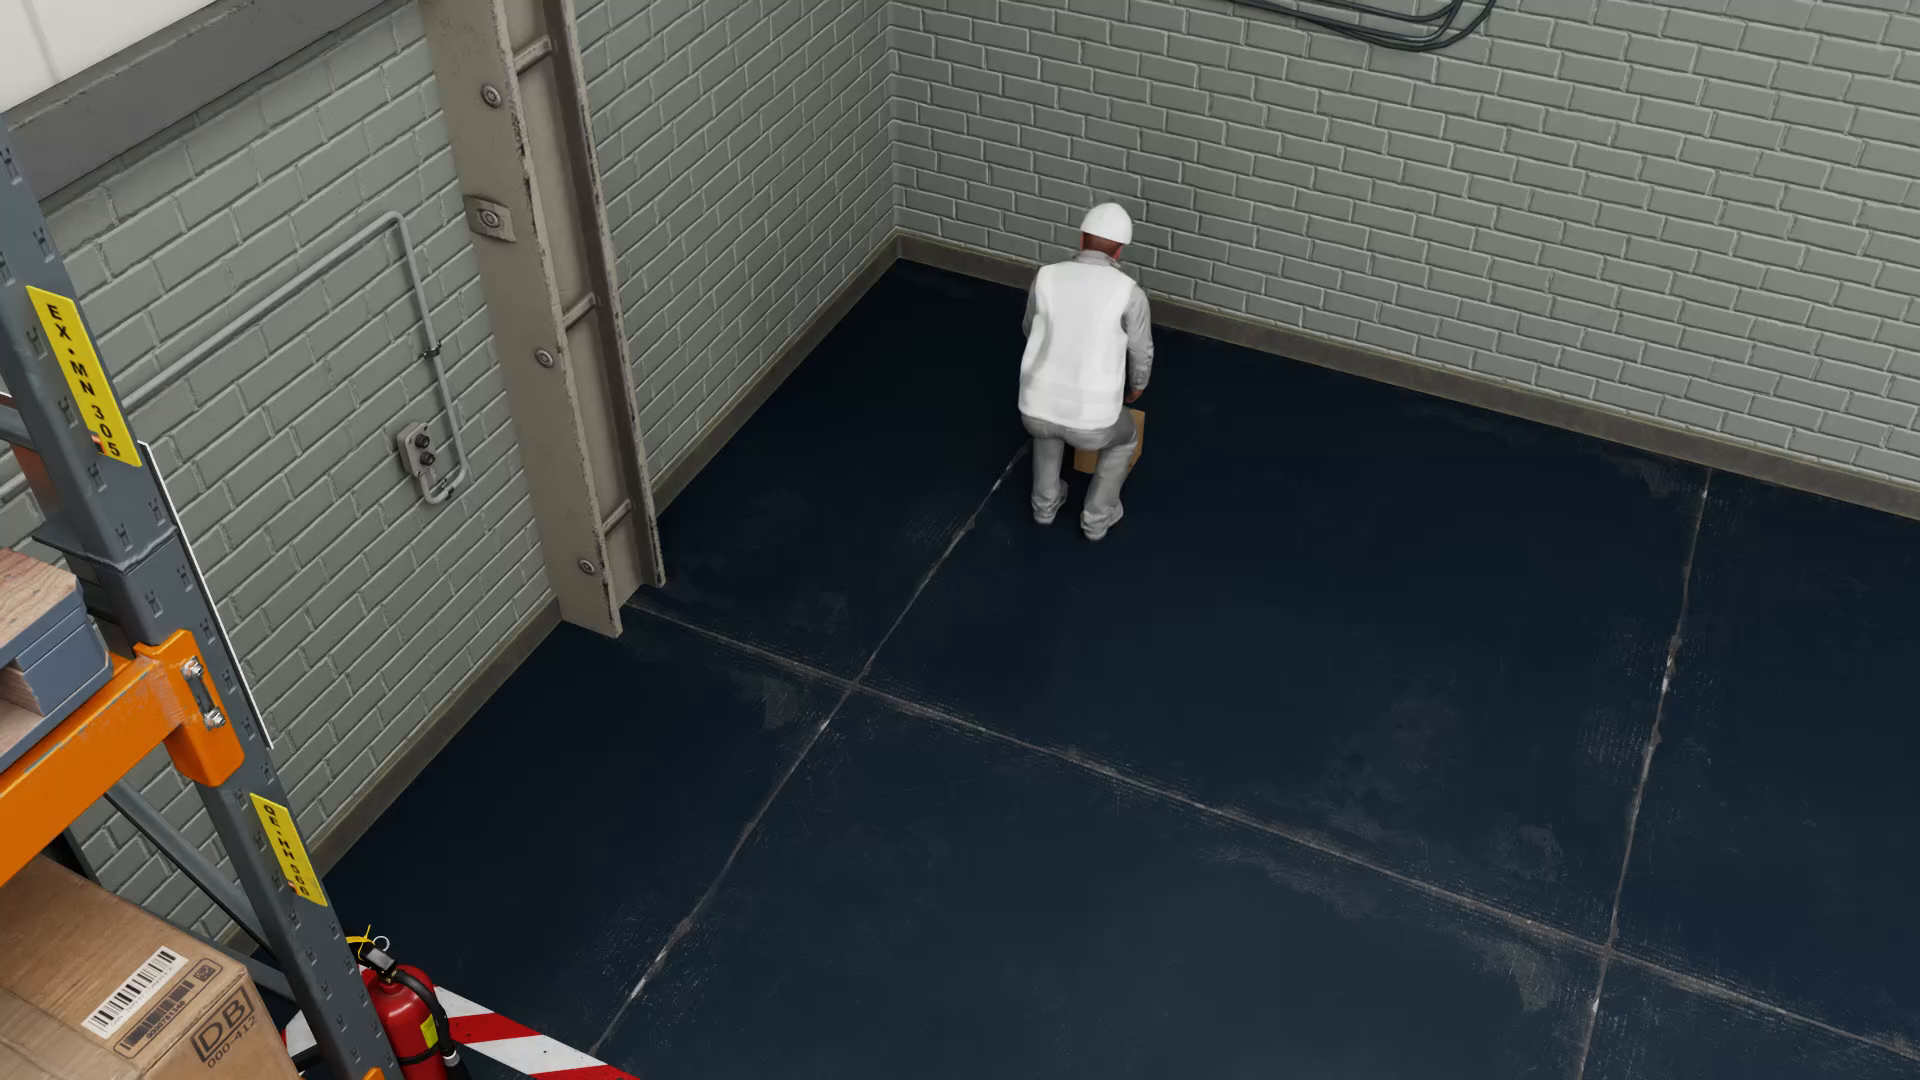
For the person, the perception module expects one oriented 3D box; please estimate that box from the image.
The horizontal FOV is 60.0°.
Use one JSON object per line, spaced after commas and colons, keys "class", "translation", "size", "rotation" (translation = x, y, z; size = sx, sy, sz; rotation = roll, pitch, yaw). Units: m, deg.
{"class": "person", "translation": [0.510, -0.684, 7.156], "size": [0.591, 1.449, 0.753], "rotation": [17, 45, 19]}
